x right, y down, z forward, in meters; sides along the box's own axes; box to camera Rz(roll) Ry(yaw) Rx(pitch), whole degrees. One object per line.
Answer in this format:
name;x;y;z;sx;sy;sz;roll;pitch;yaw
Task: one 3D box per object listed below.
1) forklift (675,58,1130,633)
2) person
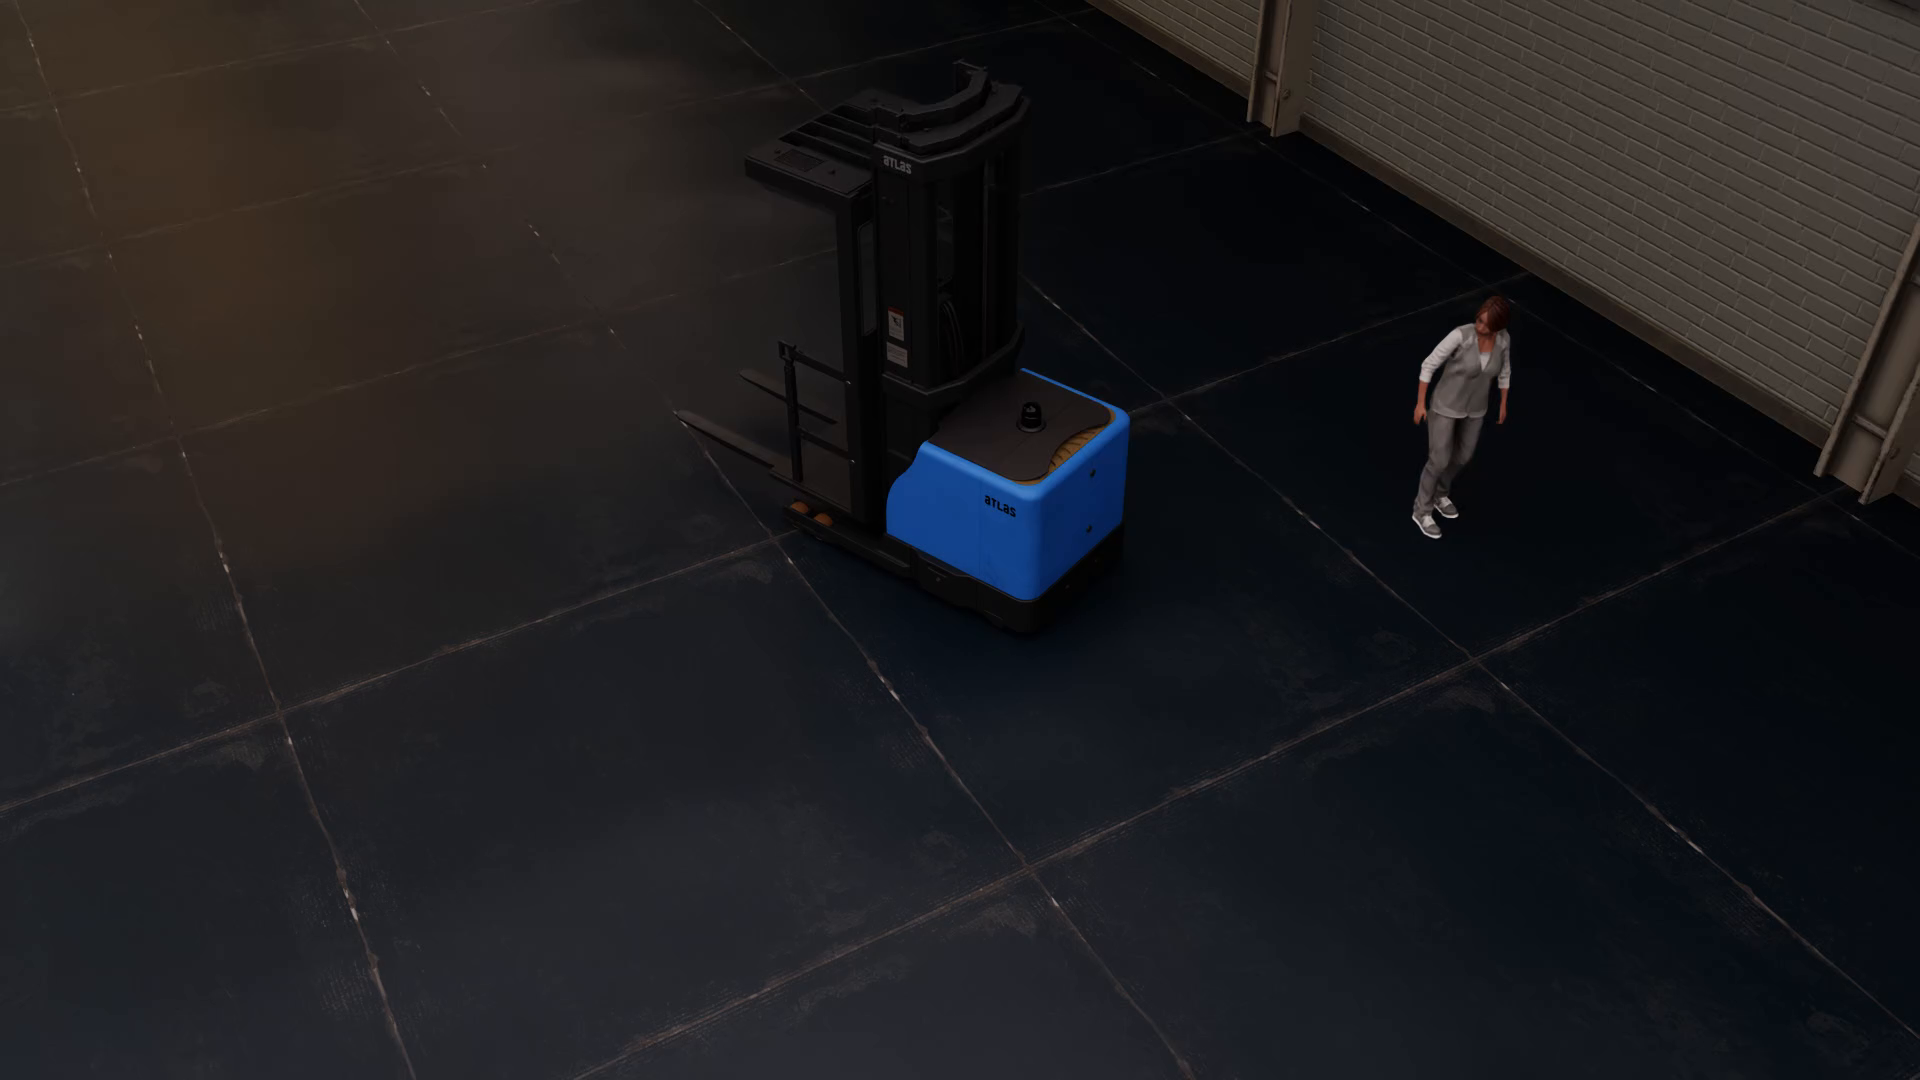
forklift;-0.481;-1.366;9.683;3.031;2.935;1.130;26;46;28
person;3.028;-0.757;10.006;0.607;1.587;0.440;-9;41;-11
